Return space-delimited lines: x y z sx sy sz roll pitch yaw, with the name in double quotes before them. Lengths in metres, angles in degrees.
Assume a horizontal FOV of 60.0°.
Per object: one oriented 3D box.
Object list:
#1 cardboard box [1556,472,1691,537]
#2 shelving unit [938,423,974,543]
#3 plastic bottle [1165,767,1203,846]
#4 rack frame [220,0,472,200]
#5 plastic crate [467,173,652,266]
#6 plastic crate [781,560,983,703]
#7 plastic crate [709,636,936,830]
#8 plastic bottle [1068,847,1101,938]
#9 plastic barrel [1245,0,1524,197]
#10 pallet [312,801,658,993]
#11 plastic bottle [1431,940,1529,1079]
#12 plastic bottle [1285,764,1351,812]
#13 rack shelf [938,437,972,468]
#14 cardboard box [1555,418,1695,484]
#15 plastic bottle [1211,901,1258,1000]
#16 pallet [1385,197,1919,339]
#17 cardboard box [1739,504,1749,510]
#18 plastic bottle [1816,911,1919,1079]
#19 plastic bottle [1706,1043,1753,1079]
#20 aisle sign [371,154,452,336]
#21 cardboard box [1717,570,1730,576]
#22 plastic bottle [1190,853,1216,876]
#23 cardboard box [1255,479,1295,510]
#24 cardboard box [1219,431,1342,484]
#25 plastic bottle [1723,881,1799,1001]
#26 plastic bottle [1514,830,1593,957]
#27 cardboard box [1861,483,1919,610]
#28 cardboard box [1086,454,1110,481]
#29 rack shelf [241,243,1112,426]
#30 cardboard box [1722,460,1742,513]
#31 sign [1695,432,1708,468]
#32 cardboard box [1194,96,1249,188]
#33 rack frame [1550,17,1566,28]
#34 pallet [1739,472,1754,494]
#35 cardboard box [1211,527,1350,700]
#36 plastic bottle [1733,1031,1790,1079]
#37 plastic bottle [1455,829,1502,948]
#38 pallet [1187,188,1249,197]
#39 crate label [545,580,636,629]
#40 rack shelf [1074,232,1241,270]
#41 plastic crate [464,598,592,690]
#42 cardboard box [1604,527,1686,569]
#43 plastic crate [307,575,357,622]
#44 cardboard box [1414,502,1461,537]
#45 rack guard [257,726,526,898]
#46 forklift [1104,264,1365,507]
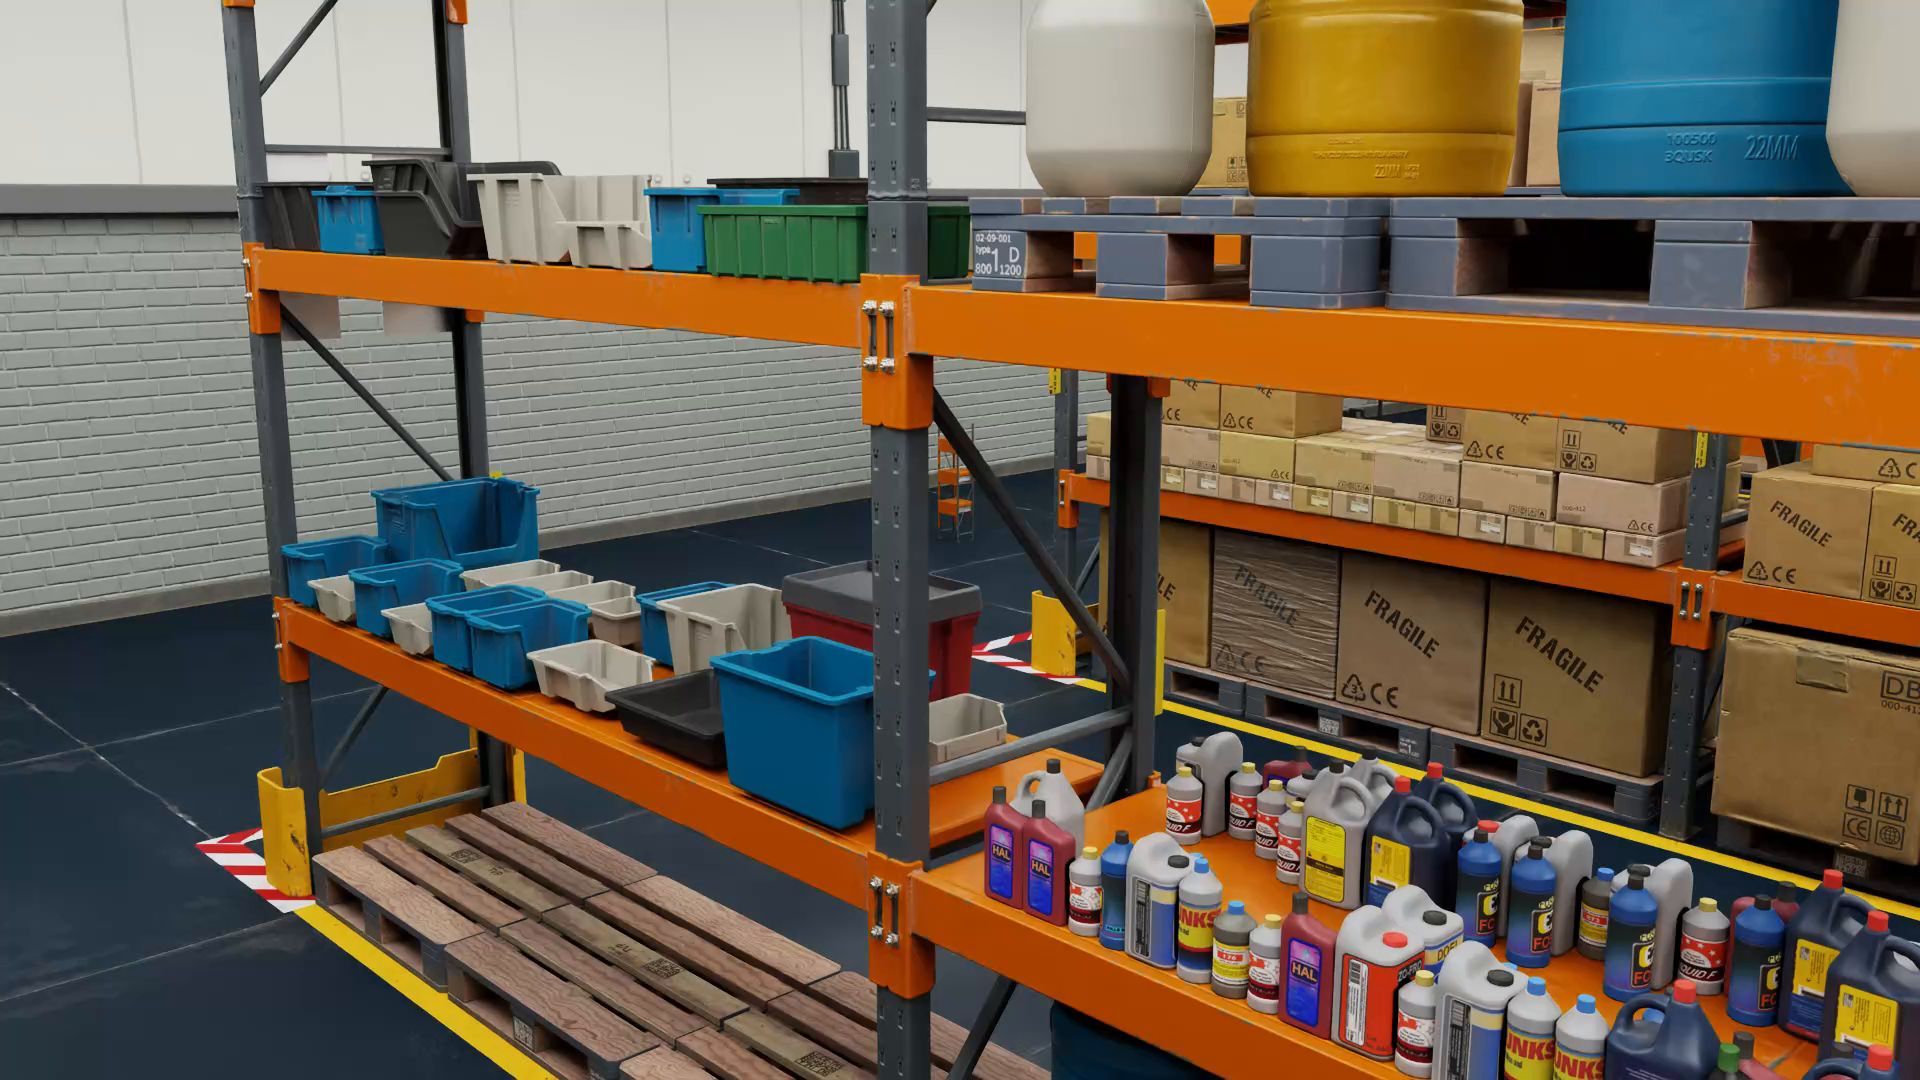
"cardboard box" 3.265 -0.205 8.109 0.500 0.250 0.500 -11 16 -44
"shelving unit" -0.037 -0.522 14.843 0.215 1.050 0.252 -11 16 -43
"plastic bottle" 0.606 0.715 4.500 0.097 0.201 0.097 0 12 0
"rack frame" -2.585 -2.937 6.866 1.000 3.000 0.127 -11 16 -43
"plastic crate" -1.277 -1.043 5.402 0.437 0.282 0.530 -11 16 -43
"plastic crate" -0.258 0.359 5.428 0.402 0.464 0.583 -11 16 -43
"plastic crate" -0.391 0.543 4.734 0.392 0.384 0.575 -11 16 -43
"plastic bottle" 0.307 0.829 3.946 0.097 0.201 0.097 0 12 0
"plastic barrel" 0.955 -1.077 3.765 0.600 0.588 0.600 0 12 0
"pallet" -2.043 1.493 7.143 1.003 0.211 1.213 -11 16 -43
"plastic bottle" 1.021 0.935 3.245 0.152 0.276 0.135 -11 16 -43
"plastic bottle" 0.936 0.712 4.332 0.152 0.276 0.135 -11 16 -43
"rack shelf" -0.037 -0.790 14.788 0.215 0.259 0.240 -11 16 -43
"cardboard box" 3.249 -0.575 8.043 0.500 0.500 0.500 -10 15 -41
"plastic bottle" 0.602 0.891 3.644 0.097 0.201 0.097 0 12 0
"pallet" 1.575 -0.526 3.064 1.003 0.211 1.213 -11 16 -43
"cardboard box" 6.268 -0.193 12.965 0.380 0.149 0.250 -11 16 -42
"plastic bottle" 1.793 0.899 3.235 0.144 0.351 0.185 -11 16 -43
"plastic bottle" 1.343 1.013 2.850 0.061 0.283 0.133 -11 16 -43
"aisle sign" -2.422 -1.323 7.459 0.394 0.787 0.004 -11 16 -43
"cardboard box" 5.863 0.170 12.676 0.380 0.149 0.250 -11 16 -43
"plastic bottle" 0.552 0.836 3.911 0.097 0.201 0.097 0 12 0
"cardboard box" 1.894 -0.281 9.463 0.380 0.149 0.250 -11 16 -43
"cardboard box" 1.842 -0.505 9.562 0.500 0.250 0.500 11 16 43
"plastic bottle" 1.730 0.862 3.581 0.061 0.283 0.133 -11 16 -43
"plastic bottle" 1.377 0.805 3.879 0.152 0.276 0.135 -11 16 -43
"cardboard box" 4.245 0.021 7.128 0.500 0.500 0.500 -11 16 -42
"cardboard box" 1.004 -0.468 10.373 0.380 0.149 0.250 -11 16 -42
"rack shelf" -1.203 -0.824 5.825 1.077 0.370 4.000 -11 16 -43
"cardboard box" 3.625 -0.282 8.483 0.500 0.250 0.500 -11 16 -44
"sign" 3.360 -0.490 7.517 0.100 0.325 0.005 -11 16 -43
"cardboard box" 1.697 -2.294 9.644 0.500 0.500 0.700 11 16 43
"rack frame" 4.655 -4.304 13.500 1.000 3.000 0.127 -11 16 -43
"pallet" 8.774 -0.598 17.293 1.003 0.211 1.213 -11 16 -43
"cardboard box" 2.126 0.361 9.950 0.875 0.875 0.875 -11 16 -43
"plastic bottle" 1.387 1.005 2.891 0.061 0.283 0.133 -11 16 -43
"plastic bottle" 1.207 0.808 3.877 0.097 0.271 0.097 0 12 0
"pallet" 1.517 -2.008 10.010 1.003 0.211 1.213 -11 16 -43
"crate label" -1.491 0.276 6.641 0.396 0.136 0.243 -11 16 -43
"rack shelf" 2.379 -1.514 9.175 1.077 0.370 4.000 -11 16 -43
"plastic crate" -1.536 0.372 5.940 0.416 0.233 0.300 -11 16 -43
"cardboard box" 3.312 0.019 8.008 0.380 0.149 0.250 -11 16 -42
"plastic crate" -2.491 0.241 6.812 0.250 0.136 0.298 -11 16 -43
"cardboard box" 2.601 -0.131 8.737 0.380 0.149 0.250 -11 16 -42
"rack guard" -2.611 1.224 7.732 1.175 0.500 0.348 -11 16 -43
"forklift" 2.676 -1.098 12.978 3.031 2.935 1.130 7 14 32
